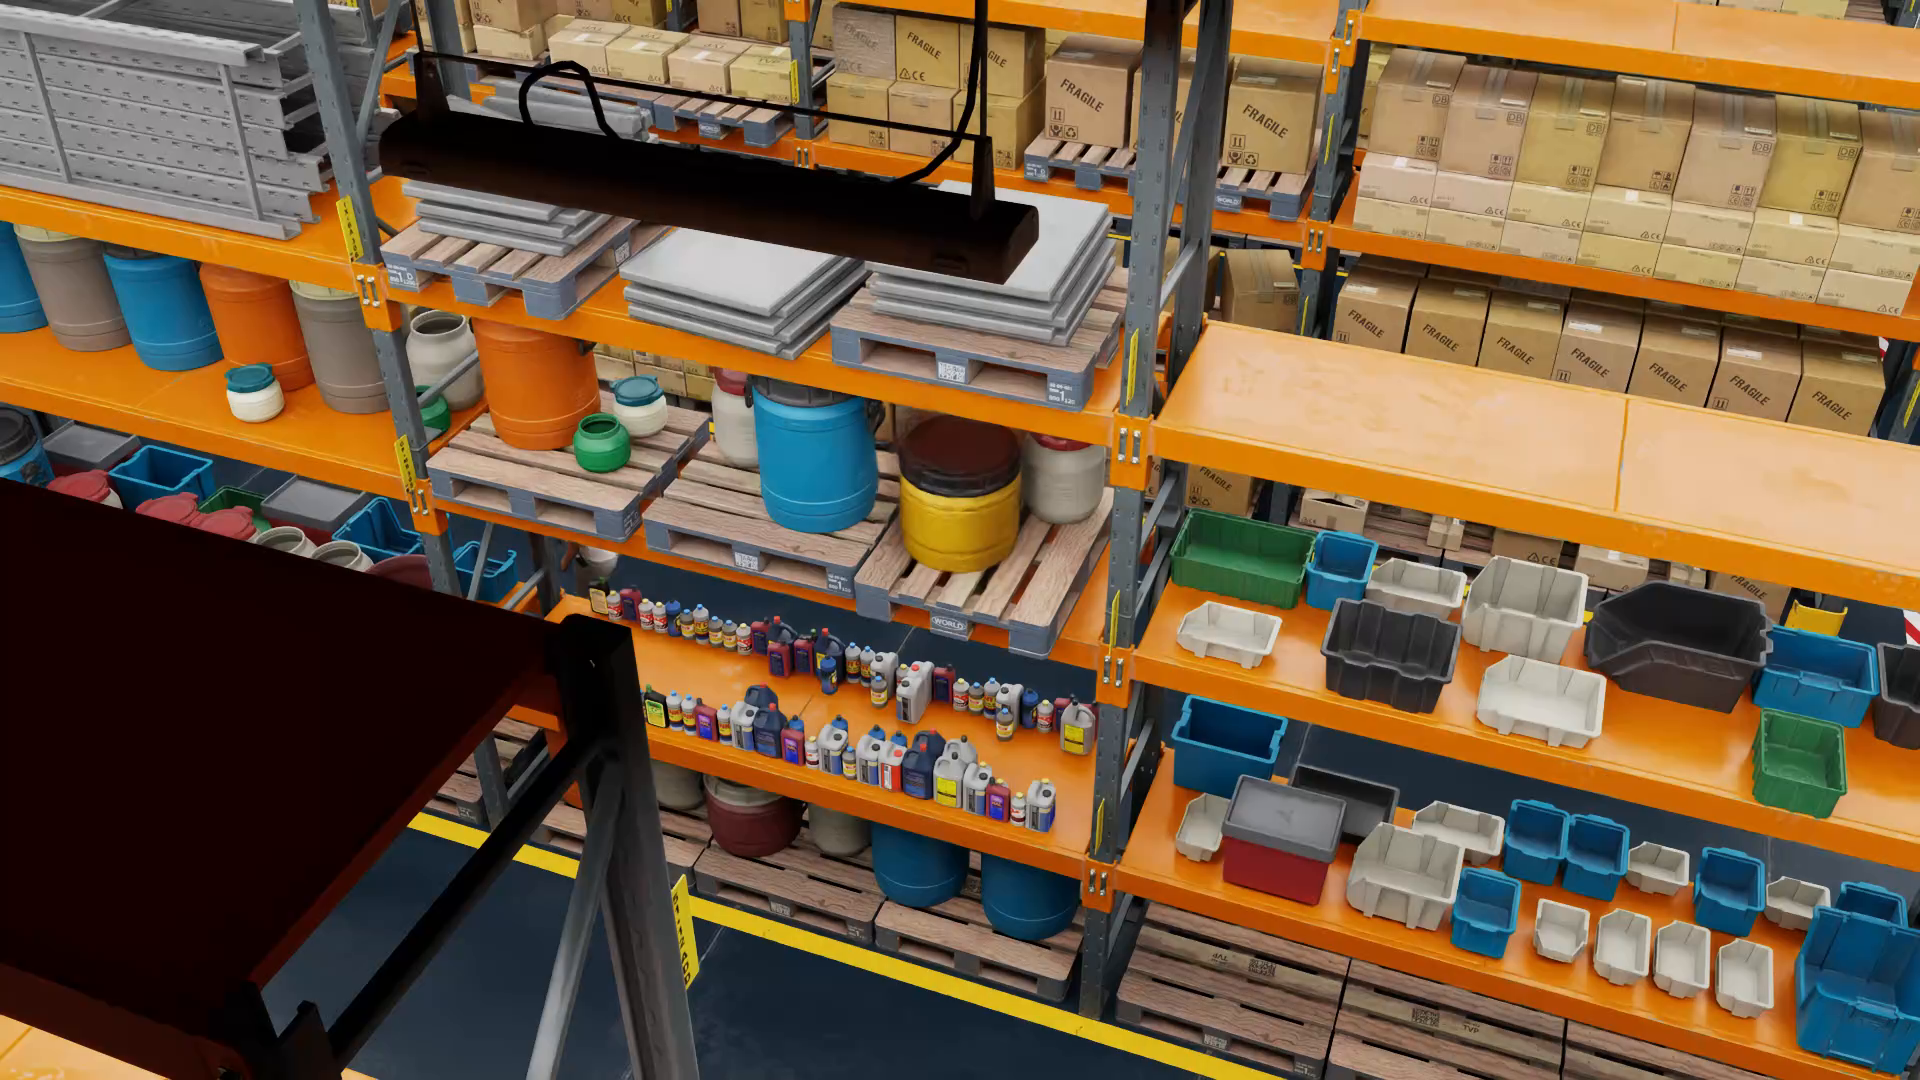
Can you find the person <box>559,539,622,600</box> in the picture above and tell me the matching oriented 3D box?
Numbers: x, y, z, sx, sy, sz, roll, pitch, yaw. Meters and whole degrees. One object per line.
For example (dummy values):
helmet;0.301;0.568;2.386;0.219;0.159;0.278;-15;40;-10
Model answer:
person;-2.677;0.048;11.929;0.904;1.606;0.517;6;37;8
